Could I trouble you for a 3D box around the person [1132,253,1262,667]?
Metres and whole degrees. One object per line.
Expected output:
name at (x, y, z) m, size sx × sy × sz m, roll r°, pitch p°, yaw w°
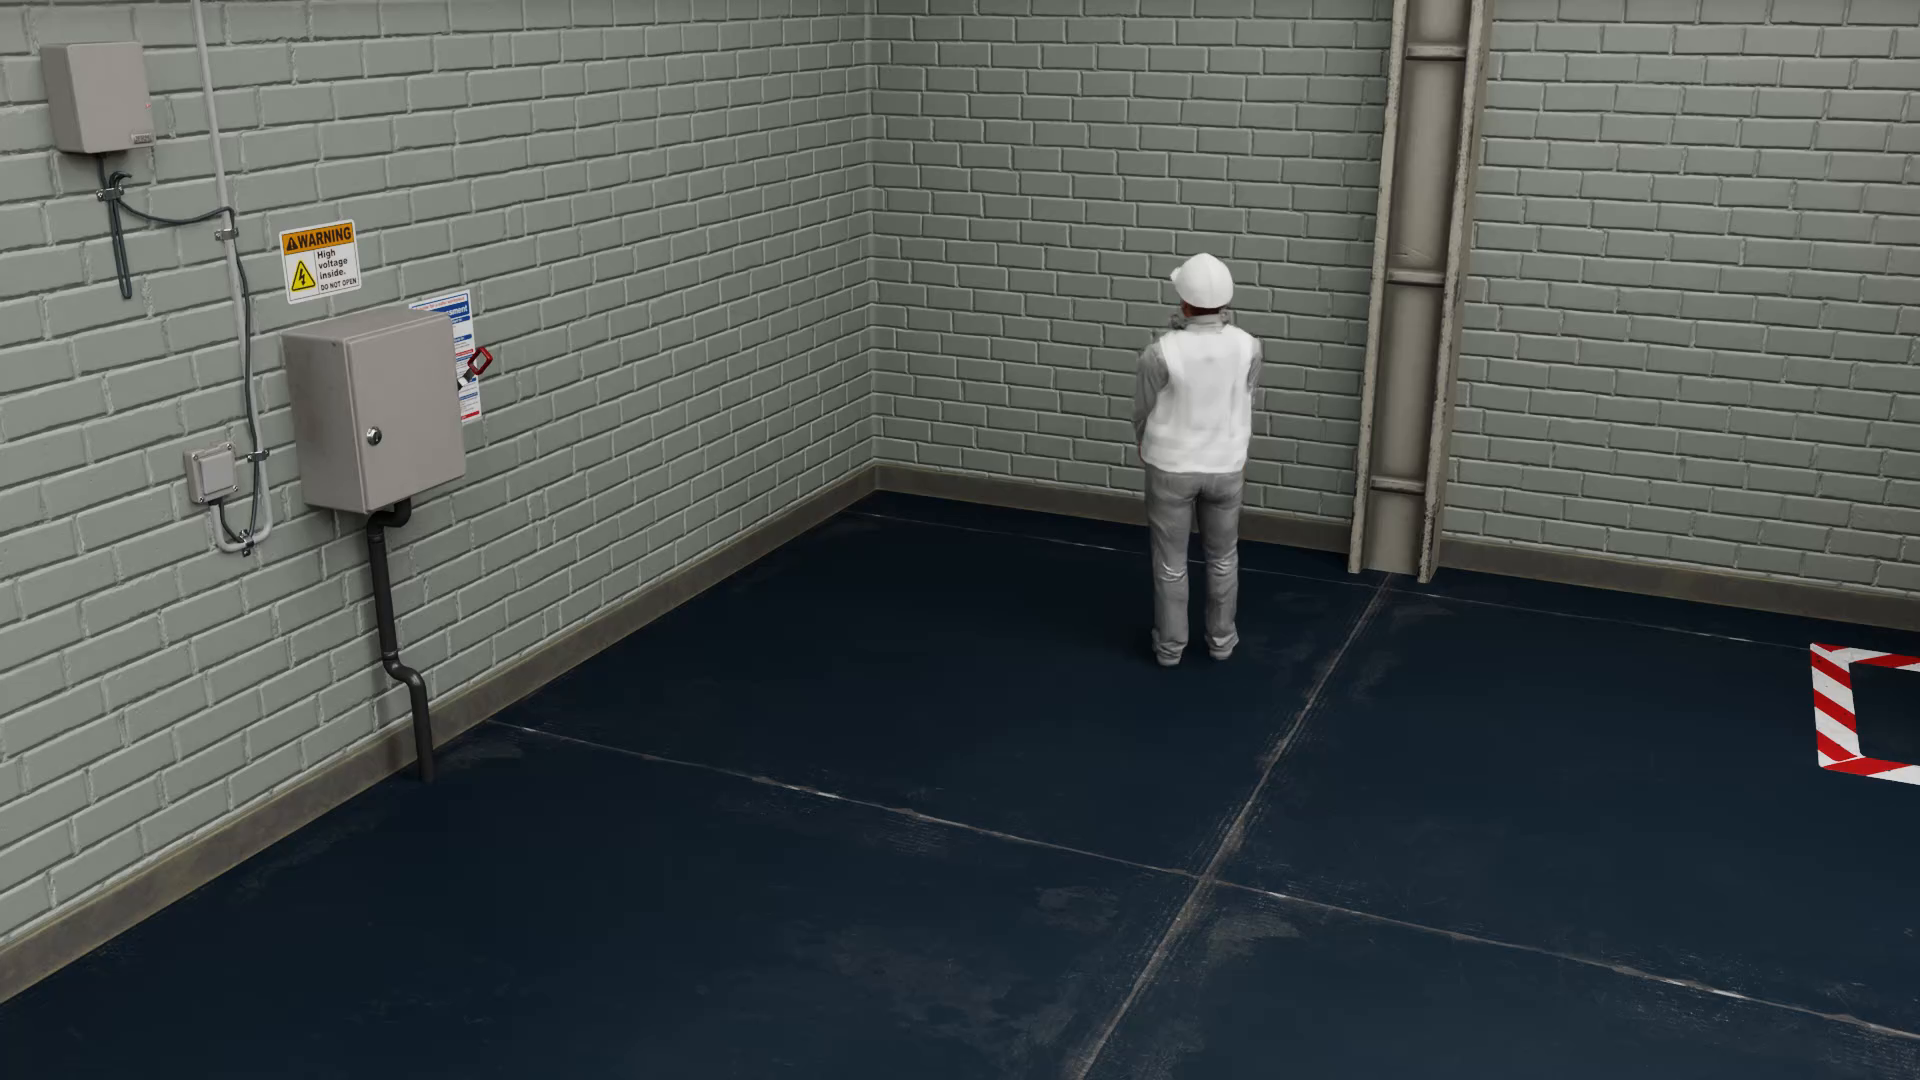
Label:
person at (0.983, -0.331, 6.977) m, size 0.566 × 1.775 × 0.504 m, roll -3°, pitch 19°, yaw -9°
